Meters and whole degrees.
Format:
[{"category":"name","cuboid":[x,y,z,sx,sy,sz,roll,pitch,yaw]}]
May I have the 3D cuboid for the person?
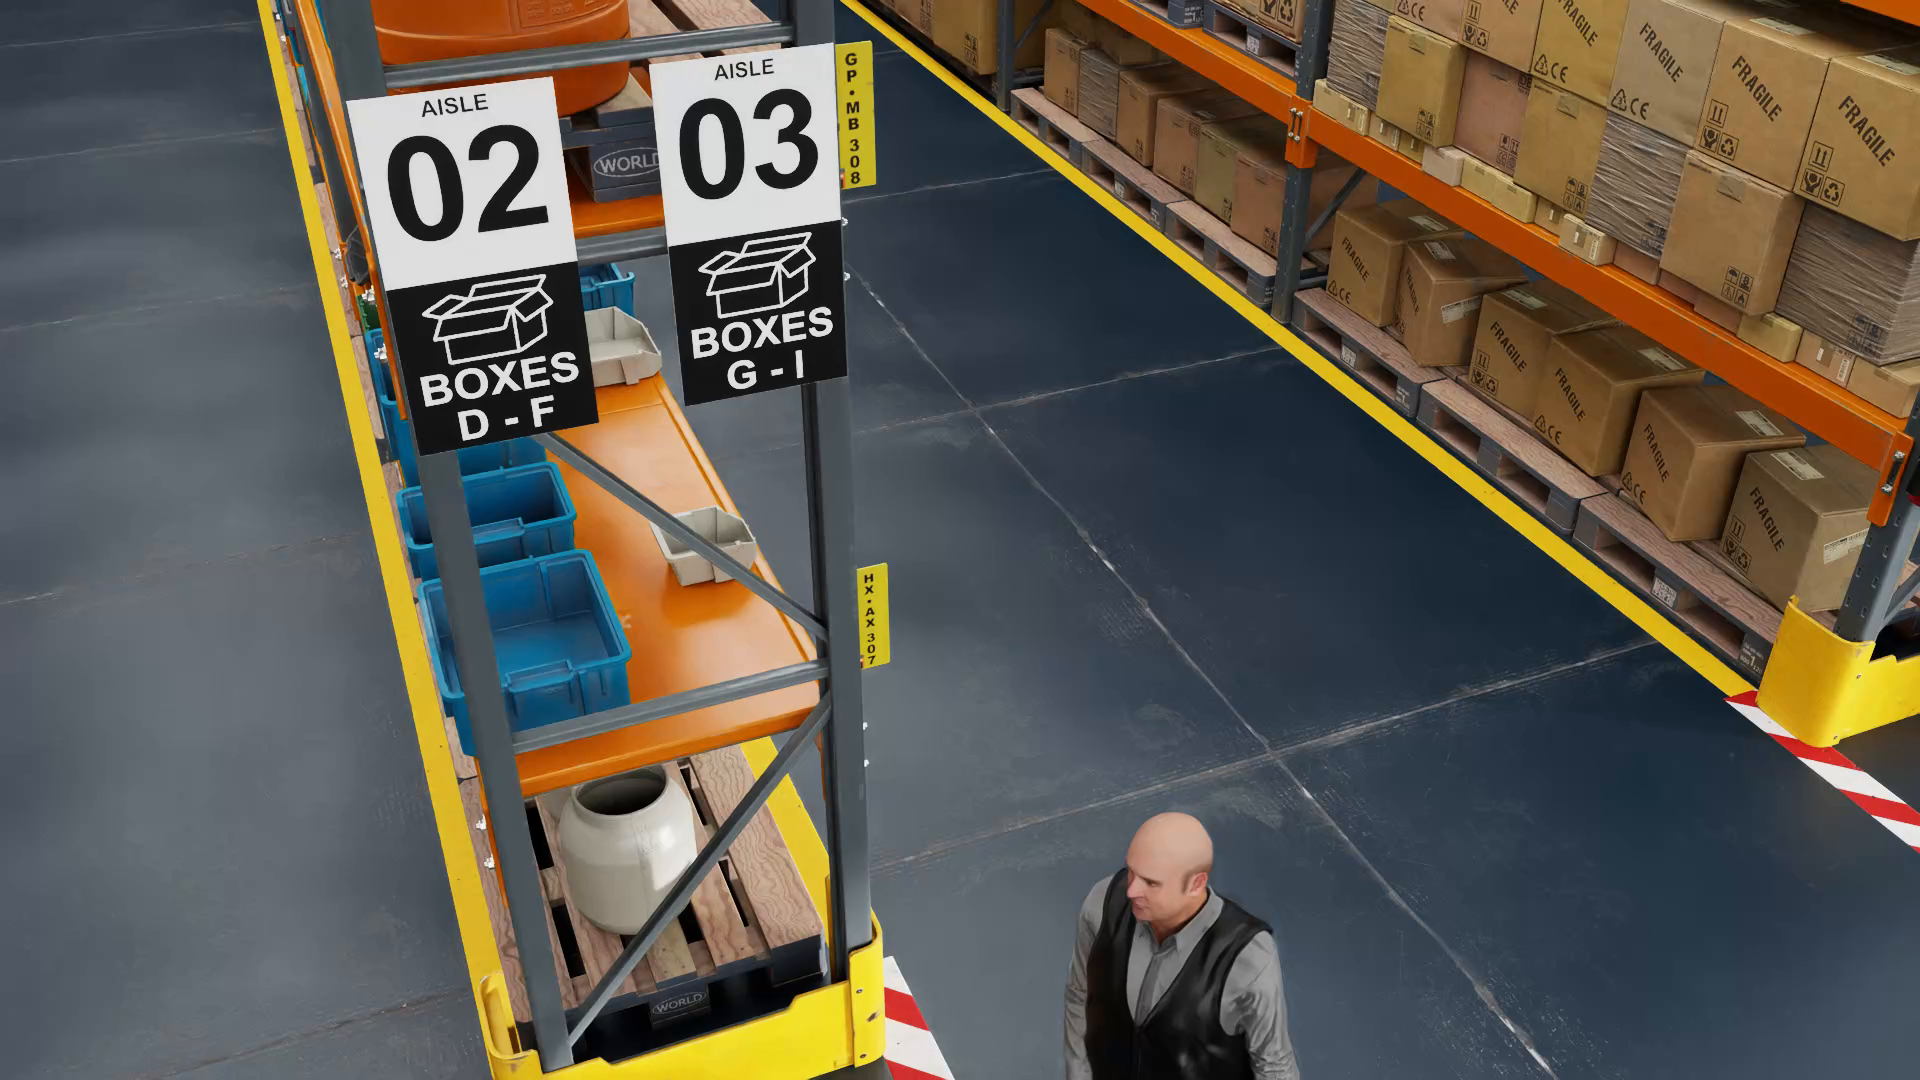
[{"category":"person","cuboid":[0.517,1.394,4.028,0.639,1.712,0.452,20,38,28]}]
